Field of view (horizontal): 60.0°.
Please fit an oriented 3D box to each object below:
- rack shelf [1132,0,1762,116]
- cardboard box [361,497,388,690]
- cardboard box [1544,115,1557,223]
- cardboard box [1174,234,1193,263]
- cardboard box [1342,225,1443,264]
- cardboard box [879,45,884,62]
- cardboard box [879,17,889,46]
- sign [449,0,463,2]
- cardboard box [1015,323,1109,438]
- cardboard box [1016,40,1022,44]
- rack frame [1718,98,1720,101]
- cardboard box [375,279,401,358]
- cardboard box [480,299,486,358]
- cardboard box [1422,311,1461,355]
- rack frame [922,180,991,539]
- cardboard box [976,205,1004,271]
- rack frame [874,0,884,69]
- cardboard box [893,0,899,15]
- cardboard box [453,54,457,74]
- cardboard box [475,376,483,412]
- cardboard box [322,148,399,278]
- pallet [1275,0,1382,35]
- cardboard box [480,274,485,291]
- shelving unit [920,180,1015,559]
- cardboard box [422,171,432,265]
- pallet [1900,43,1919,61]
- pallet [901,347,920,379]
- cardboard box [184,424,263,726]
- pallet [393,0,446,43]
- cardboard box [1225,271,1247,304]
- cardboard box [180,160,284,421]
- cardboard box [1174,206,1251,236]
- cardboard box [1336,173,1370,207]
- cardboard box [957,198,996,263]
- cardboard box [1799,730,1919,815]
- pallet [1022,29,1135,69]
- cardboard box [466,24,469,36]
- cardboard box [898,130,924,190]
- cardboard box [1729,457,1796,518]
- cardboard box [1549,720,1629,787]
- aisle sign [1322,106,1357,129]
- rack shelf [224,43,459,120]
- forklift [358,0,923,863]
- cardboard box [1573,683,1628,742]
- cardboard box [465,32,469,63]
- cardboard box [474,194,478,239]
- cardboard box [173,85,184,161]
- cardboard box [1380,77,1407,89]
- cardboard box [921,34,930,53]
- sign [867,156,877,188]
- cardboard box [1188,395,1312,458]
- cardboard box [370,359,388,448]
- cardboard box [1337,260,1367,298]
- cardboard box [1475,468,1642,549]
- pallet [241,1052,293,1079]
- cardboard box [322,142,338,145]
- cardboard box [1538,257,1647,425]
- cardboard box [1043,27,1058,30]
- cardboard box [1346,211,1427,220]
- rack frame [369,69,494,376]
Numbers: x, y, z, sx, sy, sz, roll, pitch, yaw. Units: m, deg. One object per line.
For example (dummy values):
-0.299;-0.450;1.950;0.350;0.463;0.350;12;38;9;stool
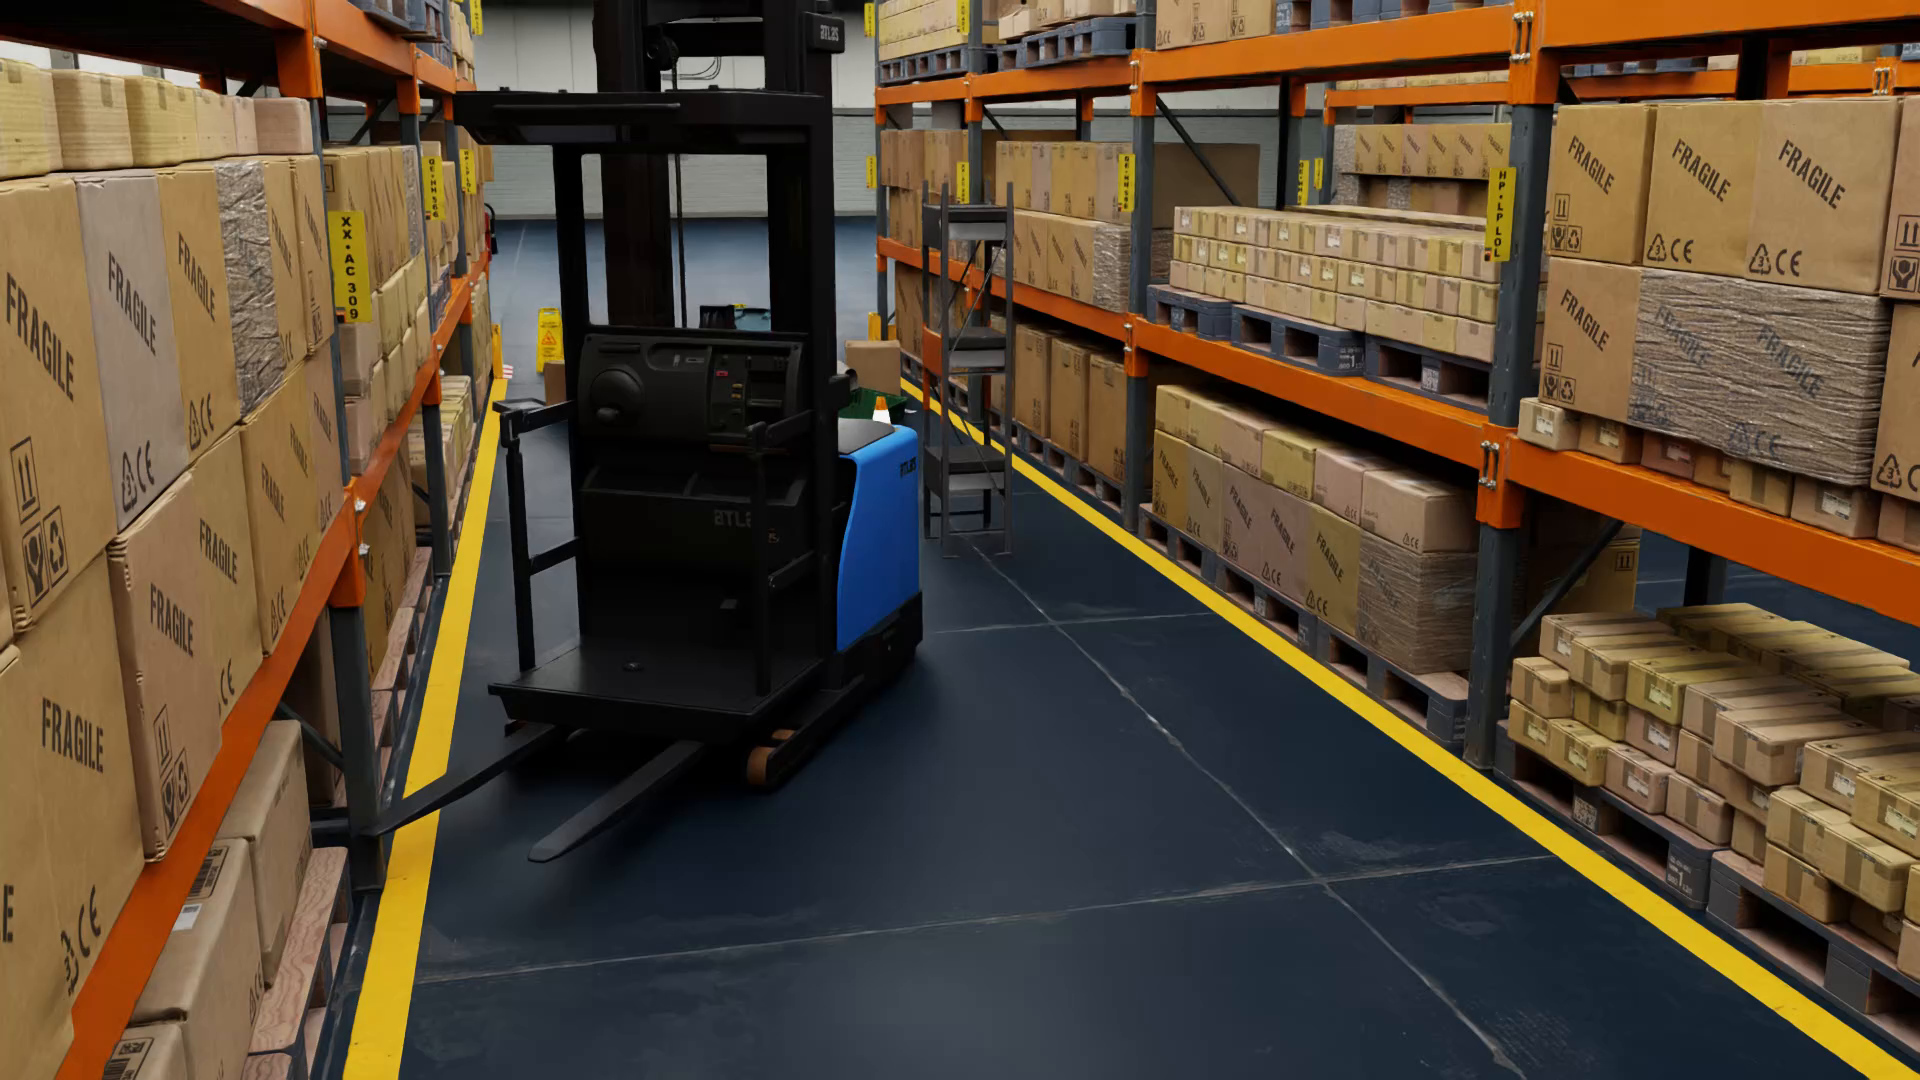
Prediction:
1.973;-2.186;7.750;1.077;0.370;4.000;-3;14;-13;rack shelf
-2.788;0.164;6.528;0.875;0.875;0.875;-3;14;-12;cardboard box
5.460;-3.020;13.820;1.000;1.000;1.000;-3;14;-13;cardboard box
1.422;-1.644;9.352;0.380;0.149;0.250;-3;14;-11;cardboard box
1.920;-1.309;7.355;0.380;0.149;0.250;-4;14;-15;cardboard box
-0.607;-4.876;16.679;0.380;0.149;0.250;-3;14;-13;cardboard box
-0.512;-5.041;16.514;0.500;0.250;0.500;-3;14;-13;cardboard box
-3.685;-4.095;12.128;0.100;0.325;0.005;-3;14;-13;sign
1.020;-1.213;12.426;1.050;0.750;0.750;-3;14;-13;cardboard box
0.689;-4.270;14.200;0.380;0.149;0.250;-3;14;-13;cardboard box
9.284;-3.915;19.630;1.000;3.000;0.127;-3;14;-13;rack frame
-2.417;-0.842;6.315;0.500;0.250;0.500;-3;14;-12;cardboard box
-4.357;-1.790;14.261;0.500;0.500;0.500;-3;14;-10;cardboard box
2.095;-0.840;6.688;0.380;0.149;0.250;-3;14;-13;cardboard box
-0.018;-1.038;9.752;0.400;2.100;0.015;-3;14;-13;rack frame
0.426;-2.375;13.117;0.500;0.500;0.500;-3;14;-13;cardboard box
-0.375;-6.300;16.752;1.000;3.000;0.127;-3;14;-13;rack frame
-0.429;-5.090;15.876;0.380;0.149;0.250;-3;14;-13;cardboard box
-4.063;-3.648;12.747;0.380;0.149;0.250;-3;14;-13;cardboard box
-4.100;-1.183;13.357;0.500;0.250;0.500;-4;14;-16;cardboard box
-2.558;-1.320;6.693;0.500;0.500;0.500;-4;14;-14;cardboard box
2.155;-2.370;7.385;1.213;0.211;1.003;-3;14;-13;pallet
-4.514;-2.324;15.083;0.380;0.149;0.250;-3;14;-12;cardboard box
0.039;-0.982;9.522;0.431;2.100;0.503;-3;14;-13;shelving unit
-3.165;-1.754;9.066;0.500;0.500;0.500;-4;14;-15;cardboard box
6.551;-3.013;10.016;1.213;0.211;1.003;-3;14;-11;pallet
-0.112;-1.851;17.057;1.003;0.211;1.213;-3;14;-13;pallet
-1.621;0.082;3.062;0.500;0.500;0.500;-3;14;-11;cardboard box
-3.082;-2.460;7.755;1.213;0.211;1.003;-3;14;-11;pallet
1.604;-1.321;8.658;0.380;0.149;0.250;-3;14;-11;cardboard box
-1.726;-0.524;3.435;0.500;0.500;0.500;-3;14;-12;cardboard box
1.425;-1.792;9.334;0.380;0.149;0.250;-3;14;-13;cardboard box
4.572;-3.703;17.927;0.875;0.500;0.500;-3;14;-13;cardboard box
0.466;-2.620;14.014;0.875;0.550;0.550;-3;14;-13;cardboard box
2.645;0.669;4.738;0.380;0.149;0.250;-4;14;-16;cardboard box
1.035;-3.309;11.227;1.003;0.211;1.213;-3;14;-11;pallet
-4.797;-4.747;15.566;0.380;0.149;0.250;-3;14;-13;cardboard box
-0.108;-3.637;15.900;0.875;0.550;0.550;-3;14;-13;cardboard box
2.492;-0.173;4.842;0.380;0.149;0.250;-3;14;-12;cardboard box
2.279;0.727;5.753;0.380;0.149;0.250;-3;14;-12;cardboard box
4.163;-4.899;18.181;0.394;0.787;0.004;-3;14;-13;aisle sign
-3.754;-2.810;10.303;1.077;0.370;4.000;-3;14;-13;rack shelf
-1.109;-0.603;6.221;1.130;2.935;3.031;4;14;17;forklift
2.364;0.574;5.752;0.380;0.149;0.250;-3;14;-13;cardboard box
-4.417;-4.160;14.003;0.500;0.250;0.500;-3;14;-13;cardboard box
-4.440;-2.820;14.312;0.500;0.500;0.500;-3;14;-13;cardboard box
-1.652;-0.760;3.032;0.380;0.149;0.250;-3;14;-13;cardboard box
4.571;-4.664;16.693;0.500;0.250;0.500;-3;14;-13;cardboard box
-0.133;-4.410;14.772;0.380;0.149;0.250;-3;14;-14;cardboard box
-0.916;-3.815;17.231;0.100;0.325;0.005;-3;14;-13;sign
1.549;-0.604;8.882;0.500;0.250;0.500;-3;14;-14;cardboard box
-2.315;-0.481;5.890;0.500;0.250;0.500;-4;14;-15;cardboard box
1.911;-1.165;7.394;0.380;0.149;0.250;-4;14;-16;cardboard box
2.526;-0.156;7.048;0.500;0.250;0.500;-4;14;-16;cardboard box
-1.952;1.499;3.349;1.003;0.211;1.213;-3;14;-13;pallet
-3.943;-2.314;9.991;0.380;0.149;0.250;-4;14;-16;cardboard box
2.314;-0.682;5.560;0.500;0.500;0.500;-4;14;-14;cardboard box
0.798;-3.664;11.470;0.396;0.266;0.258;-3;14;-13;cardboard box
2.249;-1.643;8.724;0.380;0.149;0.250;-3;14;-12;cardboard box
-5.163;-3.086;16.239;1.000;3.000;0.127;-3;14;-13;rack frame
